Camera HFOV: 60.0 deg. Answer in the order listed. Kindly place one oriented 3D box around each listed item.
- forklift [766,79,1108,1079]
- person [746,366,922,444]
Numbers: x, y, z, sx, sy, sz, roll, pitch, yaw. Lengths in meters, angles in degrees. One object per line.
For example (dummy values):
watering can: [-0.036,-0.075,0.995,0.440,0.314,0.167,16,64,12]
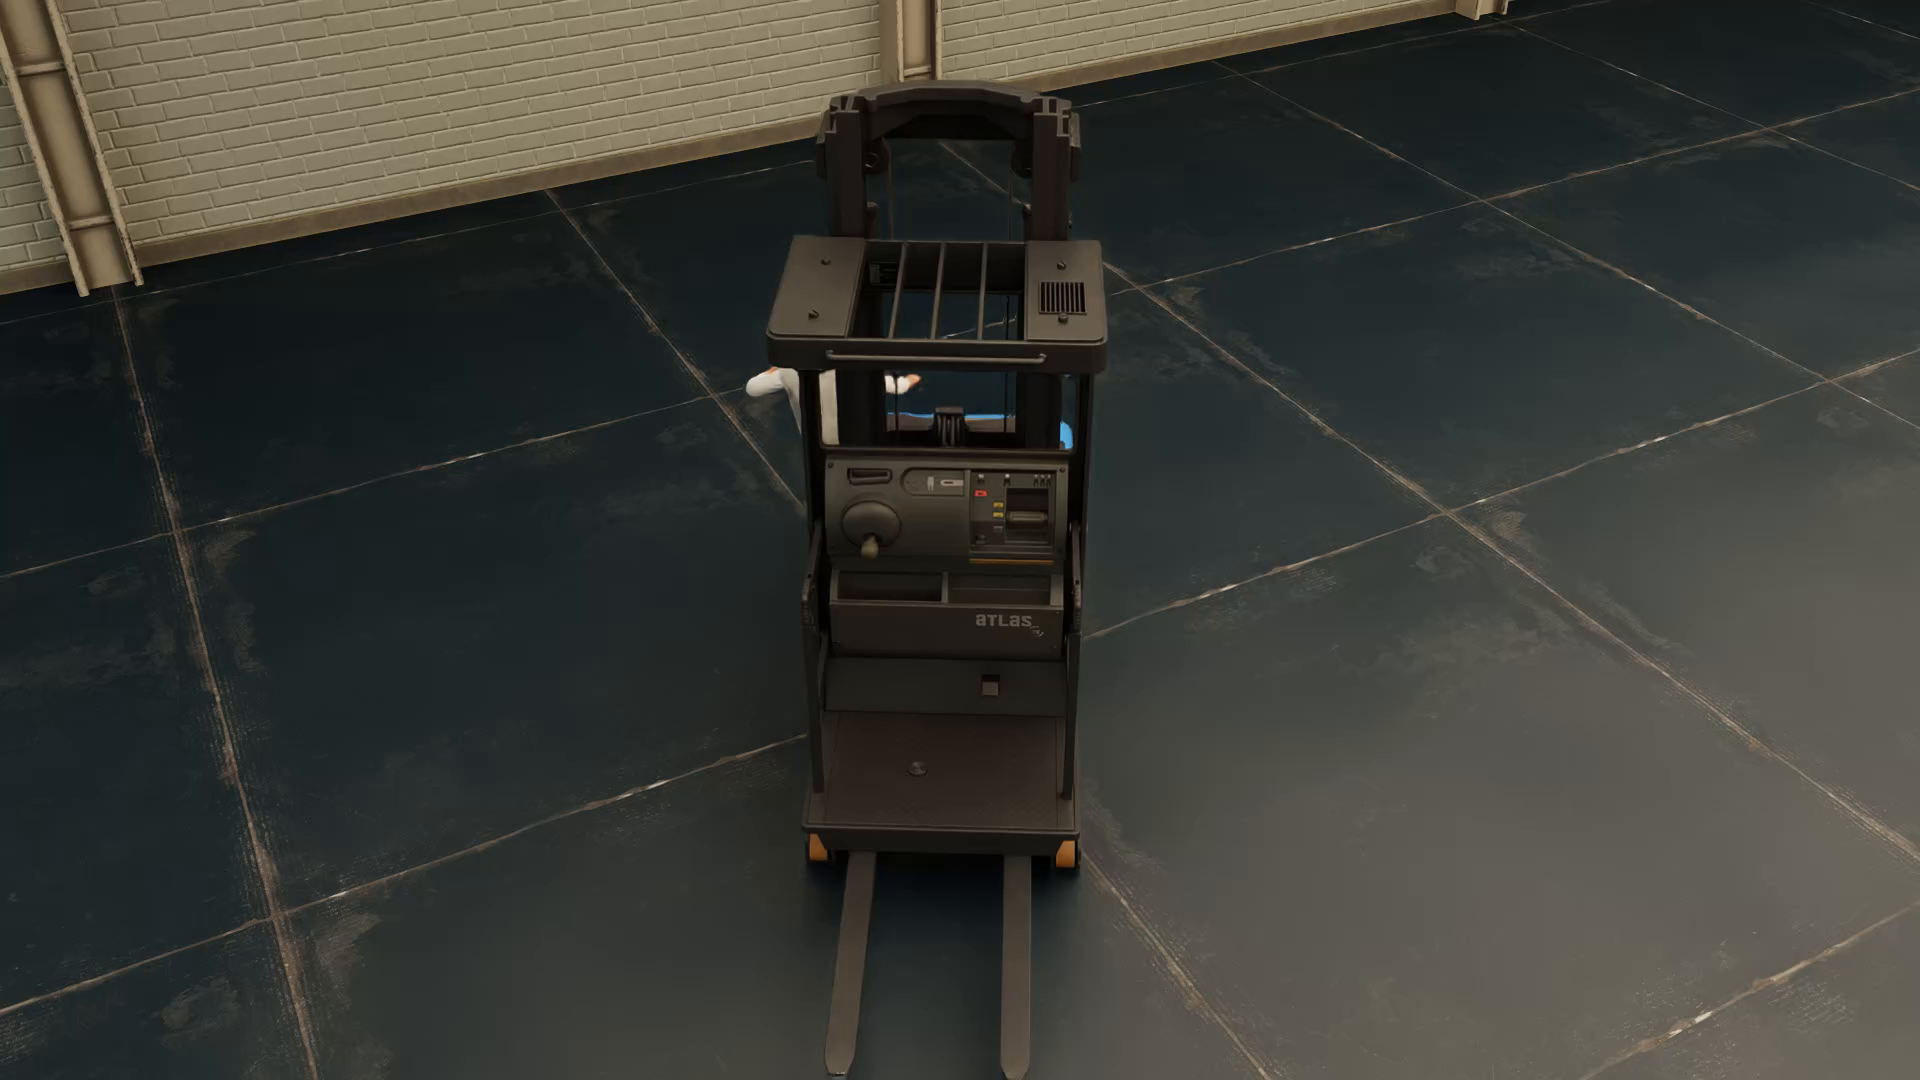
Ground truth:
forklift: [-0.059,-0.053,6.198,1.130,2.935,3.031,1,35,2]
person: [-0.566,-0.541,8.232,0.846,1.352,0.868,-20,40,-25]
